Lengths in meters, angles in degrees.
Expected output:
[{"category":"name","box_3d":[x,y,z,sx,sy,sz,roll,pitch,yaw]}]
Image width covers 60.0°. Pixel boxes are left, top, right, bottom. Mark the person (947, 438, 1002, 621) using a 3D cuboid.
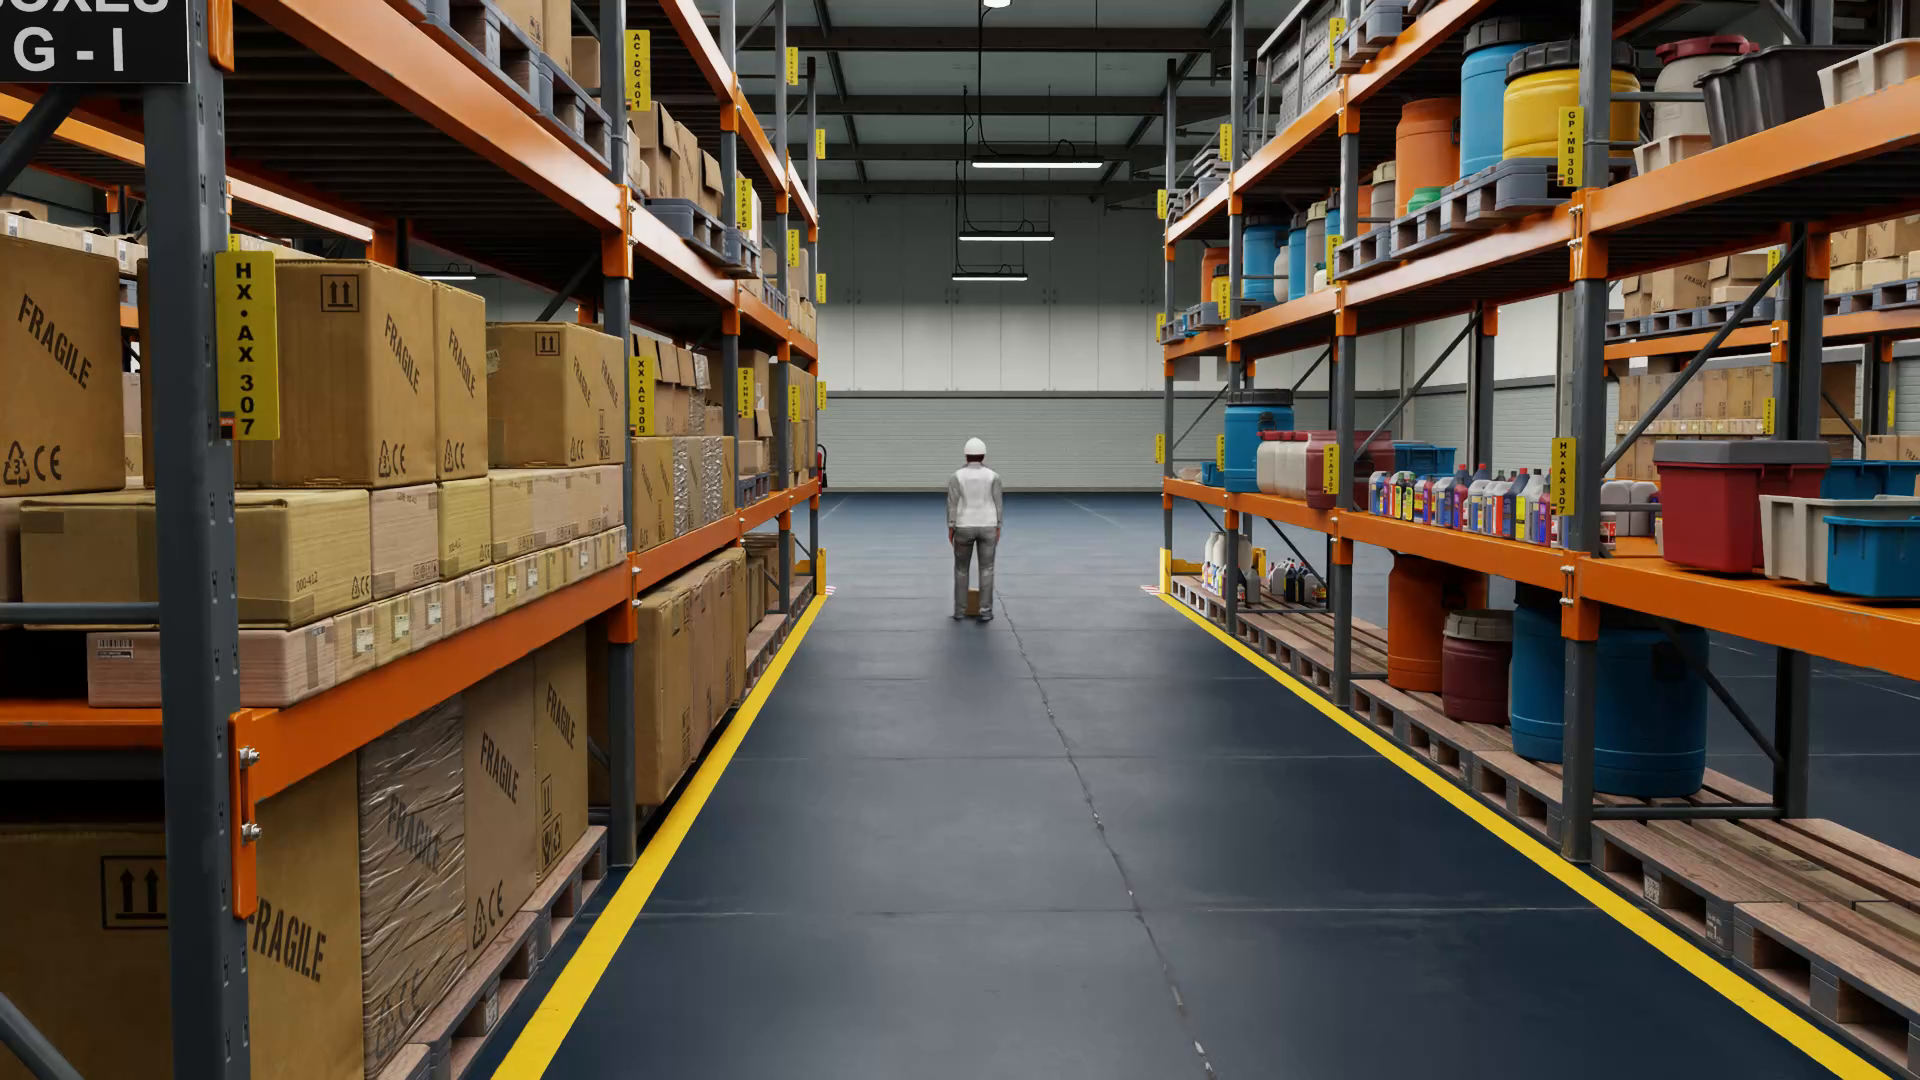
[{"category":"person","box_3d":[0.142,-0.111,16.224,0.540,1.772,0.439,0,4,0]}]
